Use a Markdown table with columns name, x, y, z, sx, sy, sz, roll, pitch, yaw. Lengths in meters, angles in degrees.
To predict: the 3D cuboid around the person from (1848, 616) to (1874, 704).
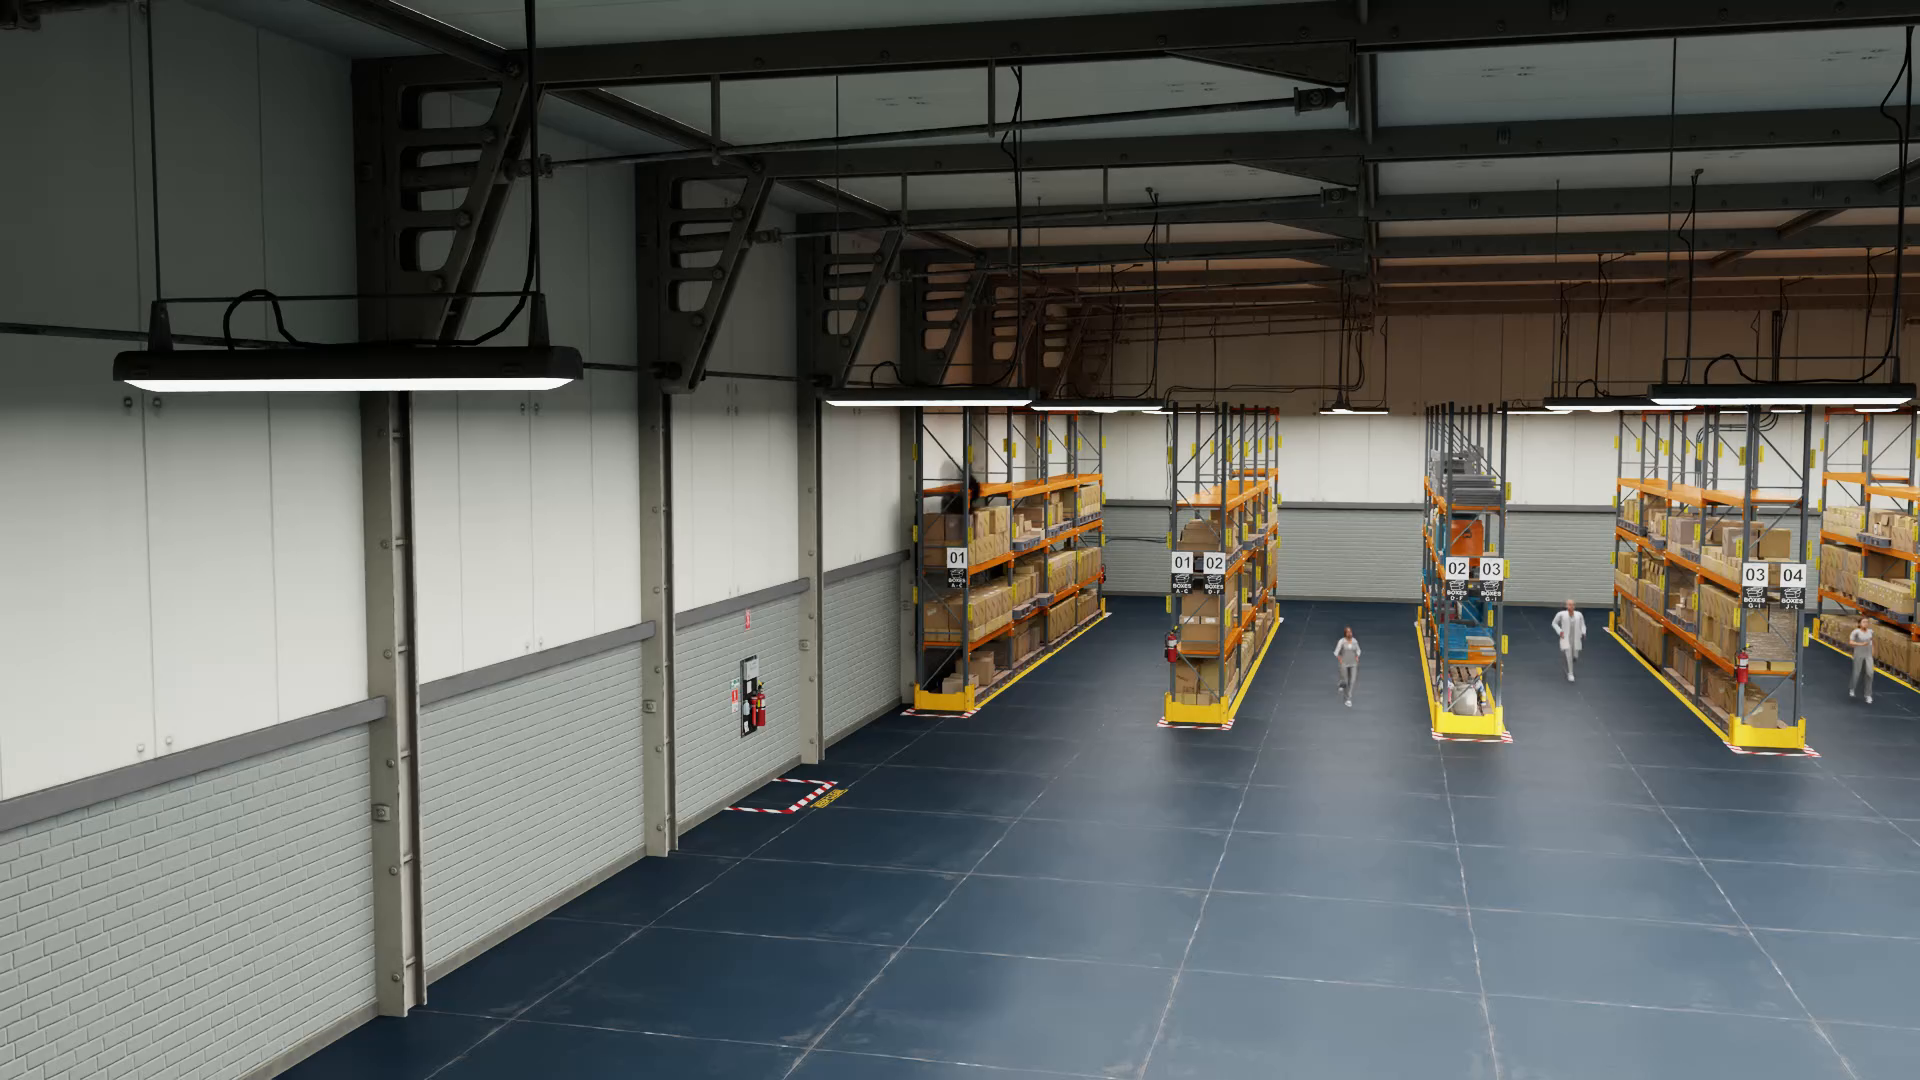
| name | x | y | z | sx | sy | sz | roll | pitch | yaw |
| --- | --- | --- | --- | --- | --- | --- | --- | --- | --- |
| person | 18.225 | 2.392 | 33.621 | 0.566 | 1.721 | 0.831 | 1 | 4 | 9 |

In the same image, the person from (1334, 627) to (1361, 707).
| name | x | y | z | sx | sy | sz | roll | pitch | yaw |
| --- | --- | --- | --- | --- | --- | --- | --- | --- | --- |
| person | 7.726 | 2.503 | 33.118 | 0.536 | 1.565 | 0.646 | 0 | 4 | -1 |

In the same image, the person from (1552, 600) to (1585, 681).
| name | x | y | z | sx | sy | sz | roll | pitch | yaw |
| --- | --- | --- | --- | --- | --- | --- | --- | --- | --- |
| person | 13.330 | 2.177 | 36.407 | 0.712 | 1.746 | 0.737 | 0 | 4 | 6 |
